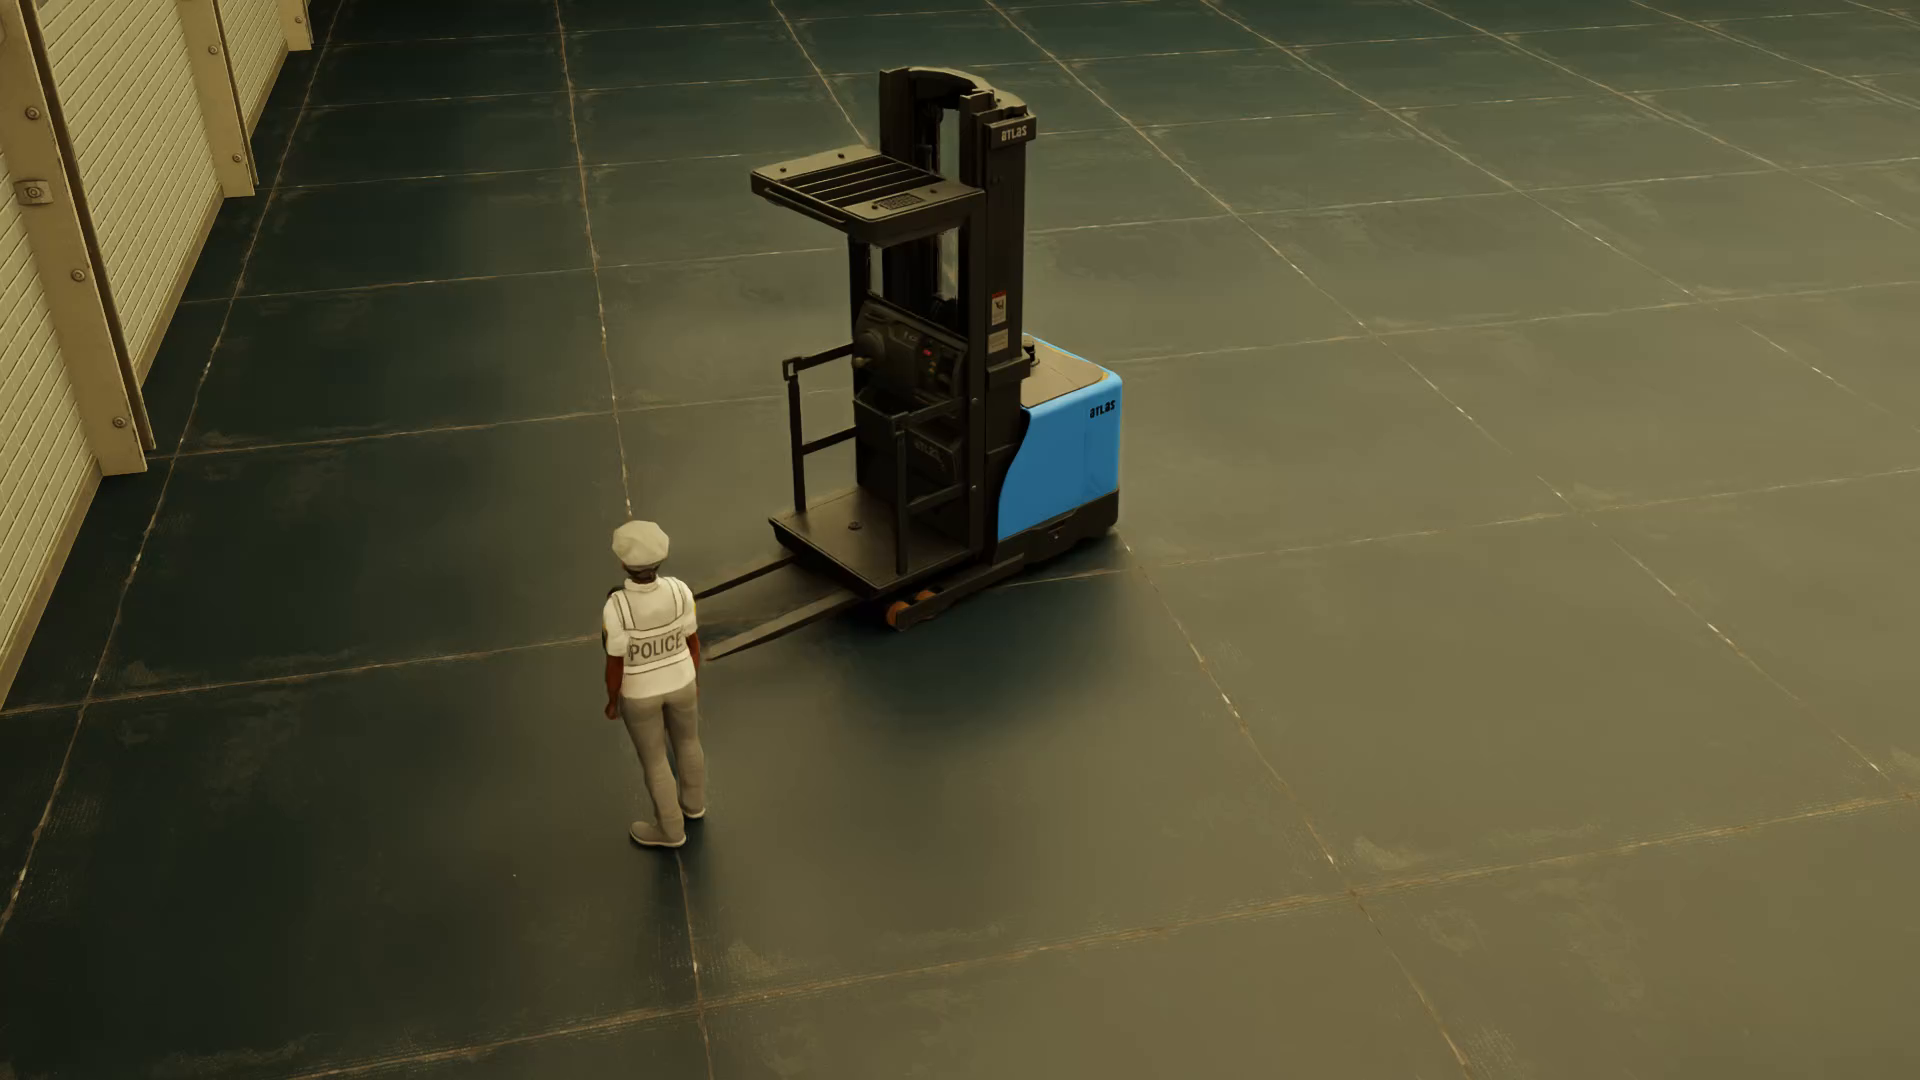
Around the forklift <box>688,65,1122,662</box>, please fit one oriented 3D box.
[{"bbox_3d":[-0.449,-1.042,9.375,3.031,2.935,1.130,-23,37,-34],"label":"forklift"}]

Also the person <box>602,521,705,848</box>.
[{"bbox_3d":[-1.439,0.658,7.698,0.458,1.682,0.442,-16,34,-26],"label":"person"}]
